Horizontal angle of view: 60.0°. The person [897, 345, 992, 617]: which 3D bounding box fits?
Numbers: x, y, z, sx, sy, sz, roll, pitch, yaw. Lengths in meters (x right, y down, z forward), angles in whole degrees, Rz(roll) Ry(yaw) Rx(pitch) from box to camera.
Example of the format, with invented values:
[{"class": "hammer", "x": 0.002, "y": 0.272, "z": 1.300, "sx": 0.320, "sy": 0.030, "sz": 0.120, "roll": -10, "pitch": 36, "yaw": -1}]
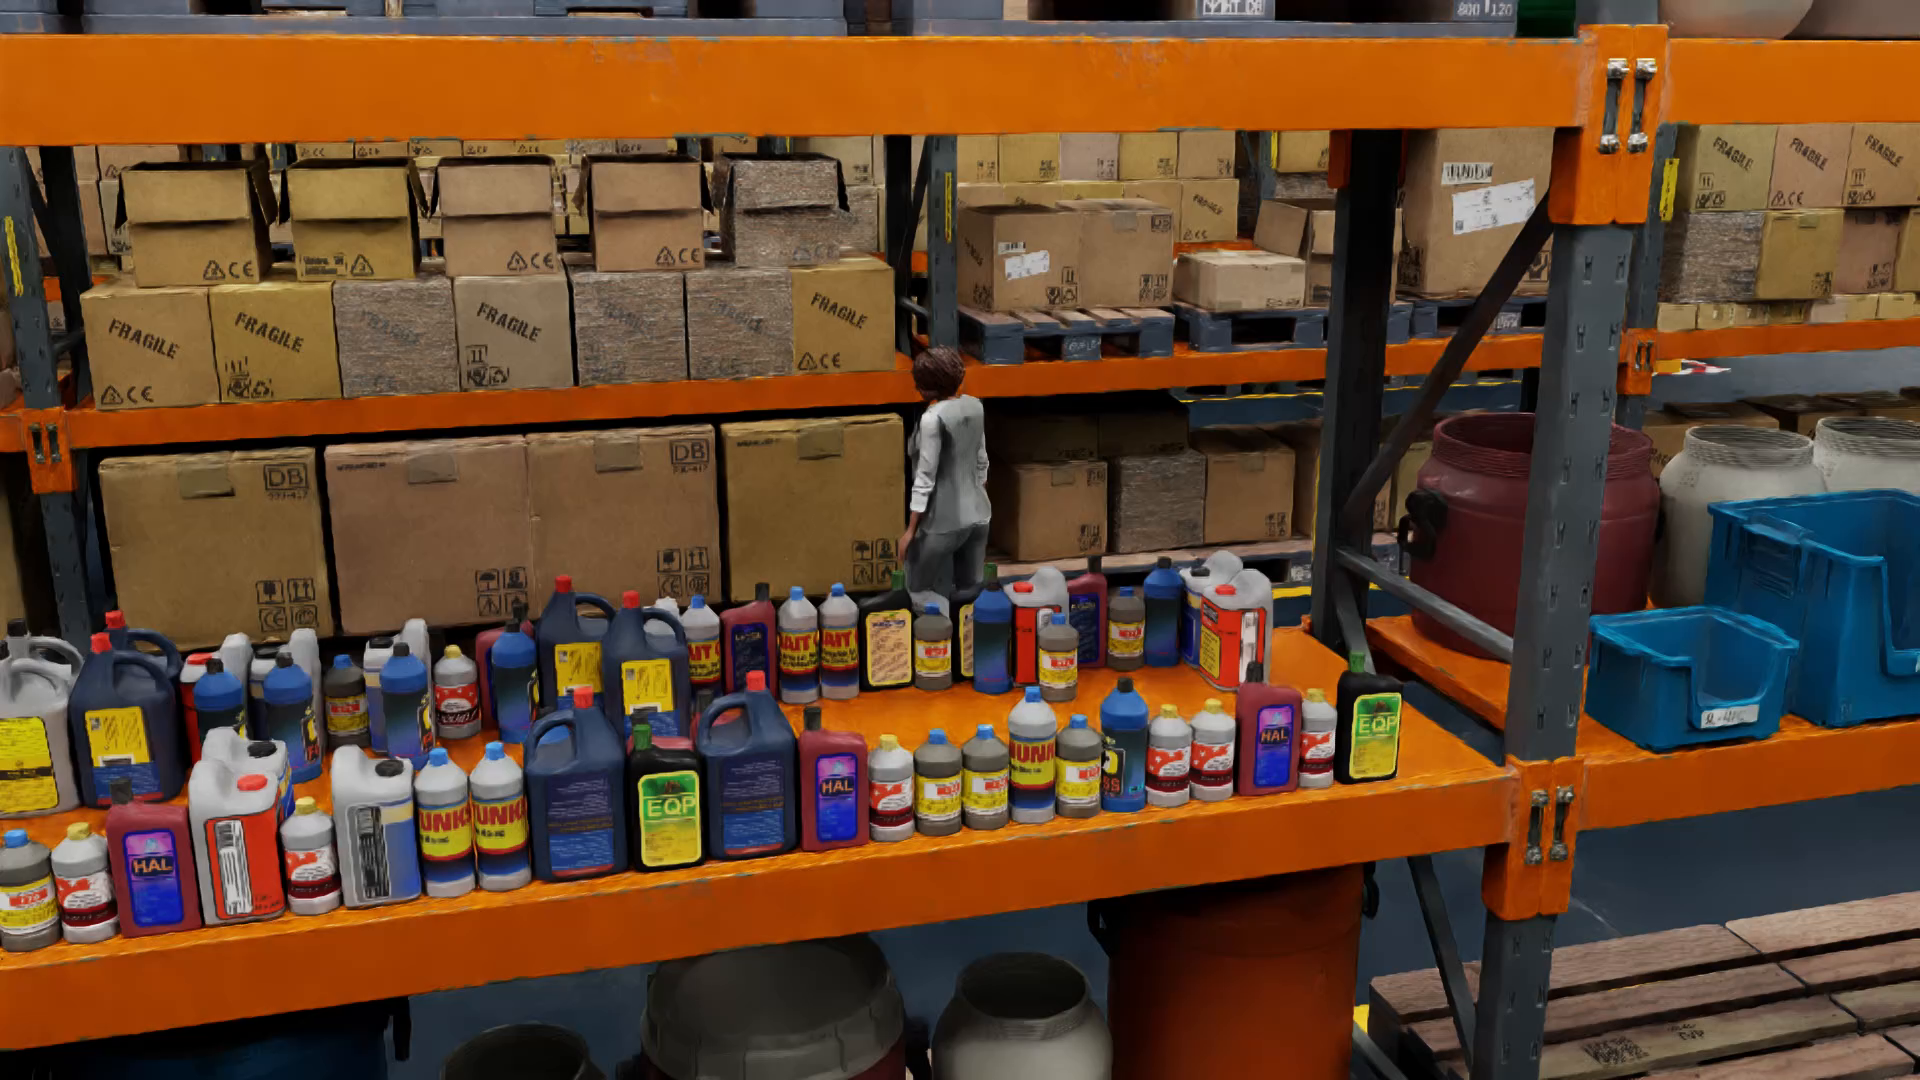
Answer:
[{"class": "person", "x": -0.004, "y": -0.054, "z": 7.212, "sx": 0.454, "sy": 1.571, "sz": 0.510, "roll": 14, "pitch": 21, "yaw": 39}]
